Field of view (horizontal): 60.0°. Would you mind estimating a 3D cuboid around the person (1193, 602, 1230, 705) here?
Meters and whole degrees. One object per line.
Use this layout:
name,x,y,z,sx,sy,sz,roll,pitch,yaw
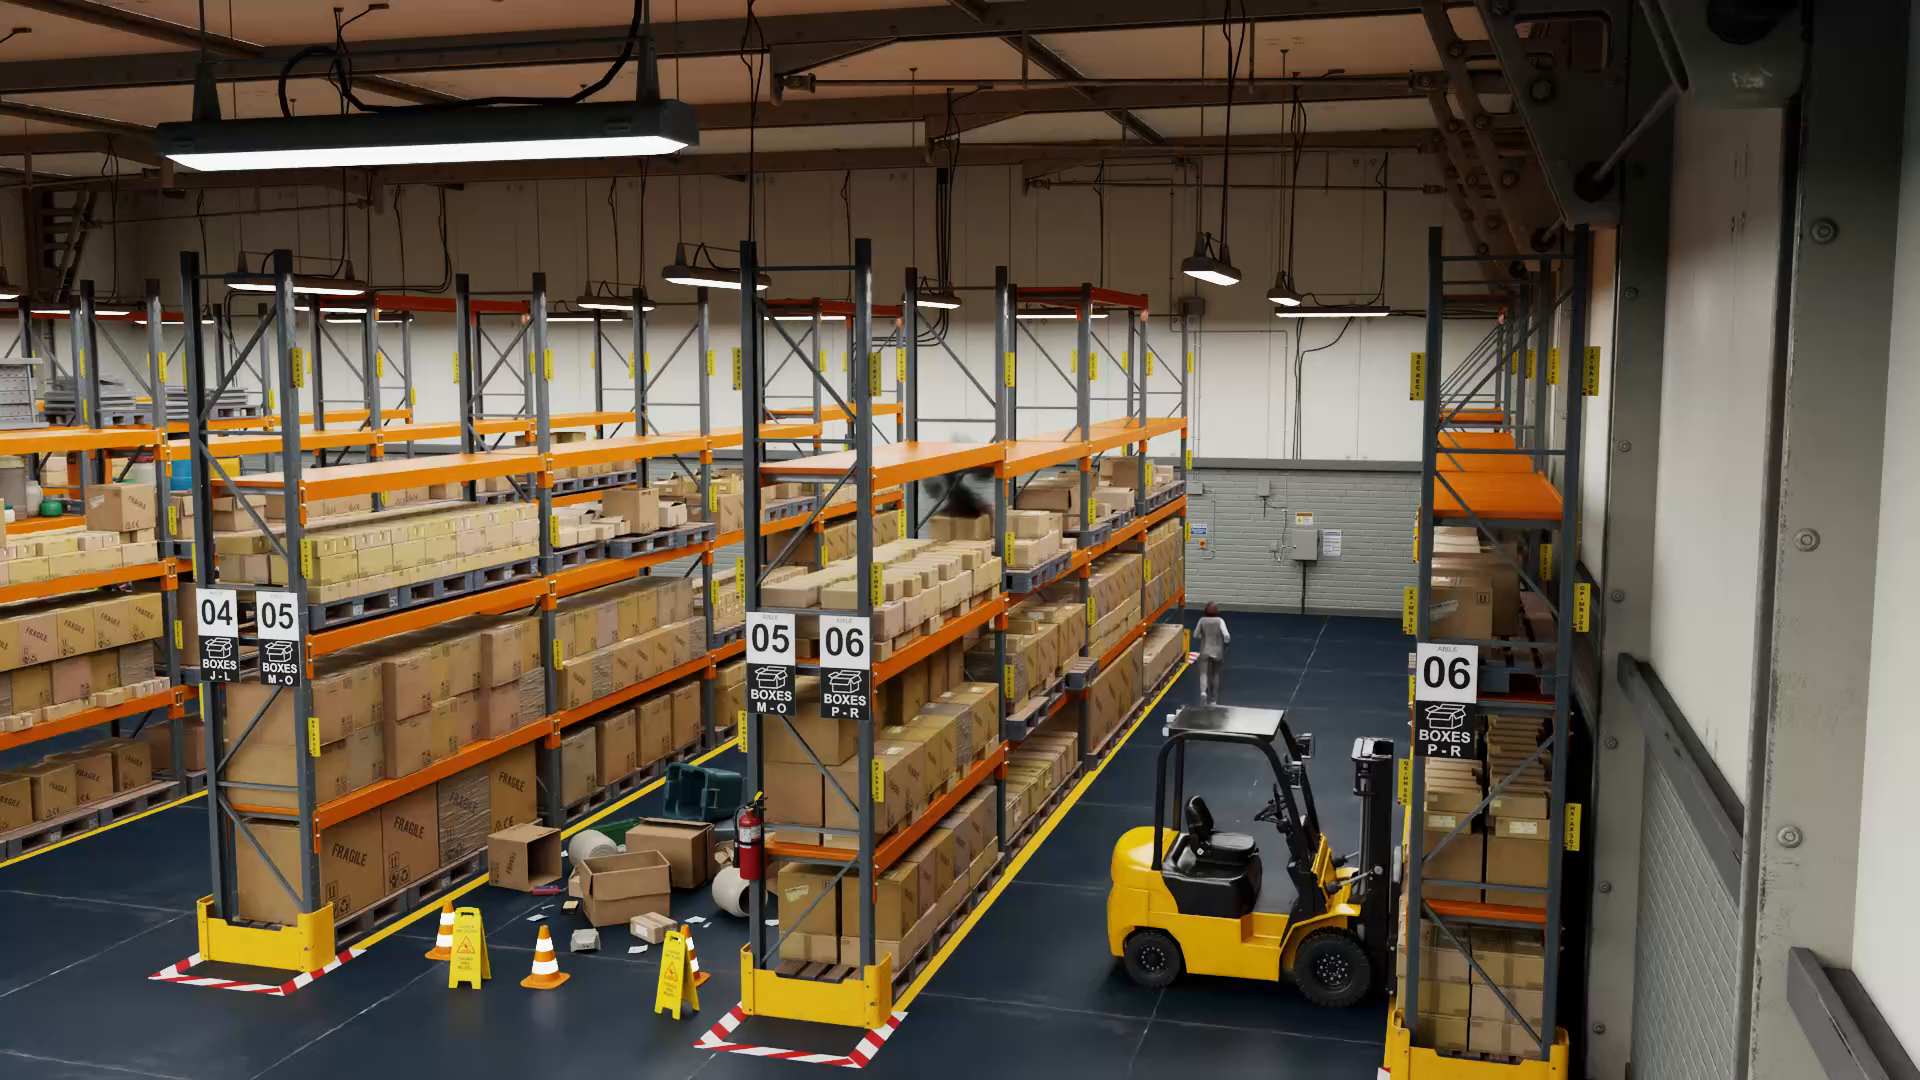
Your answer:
person,3.653,1.673,24.175,0.546,1.572,0.841,1,7,13
